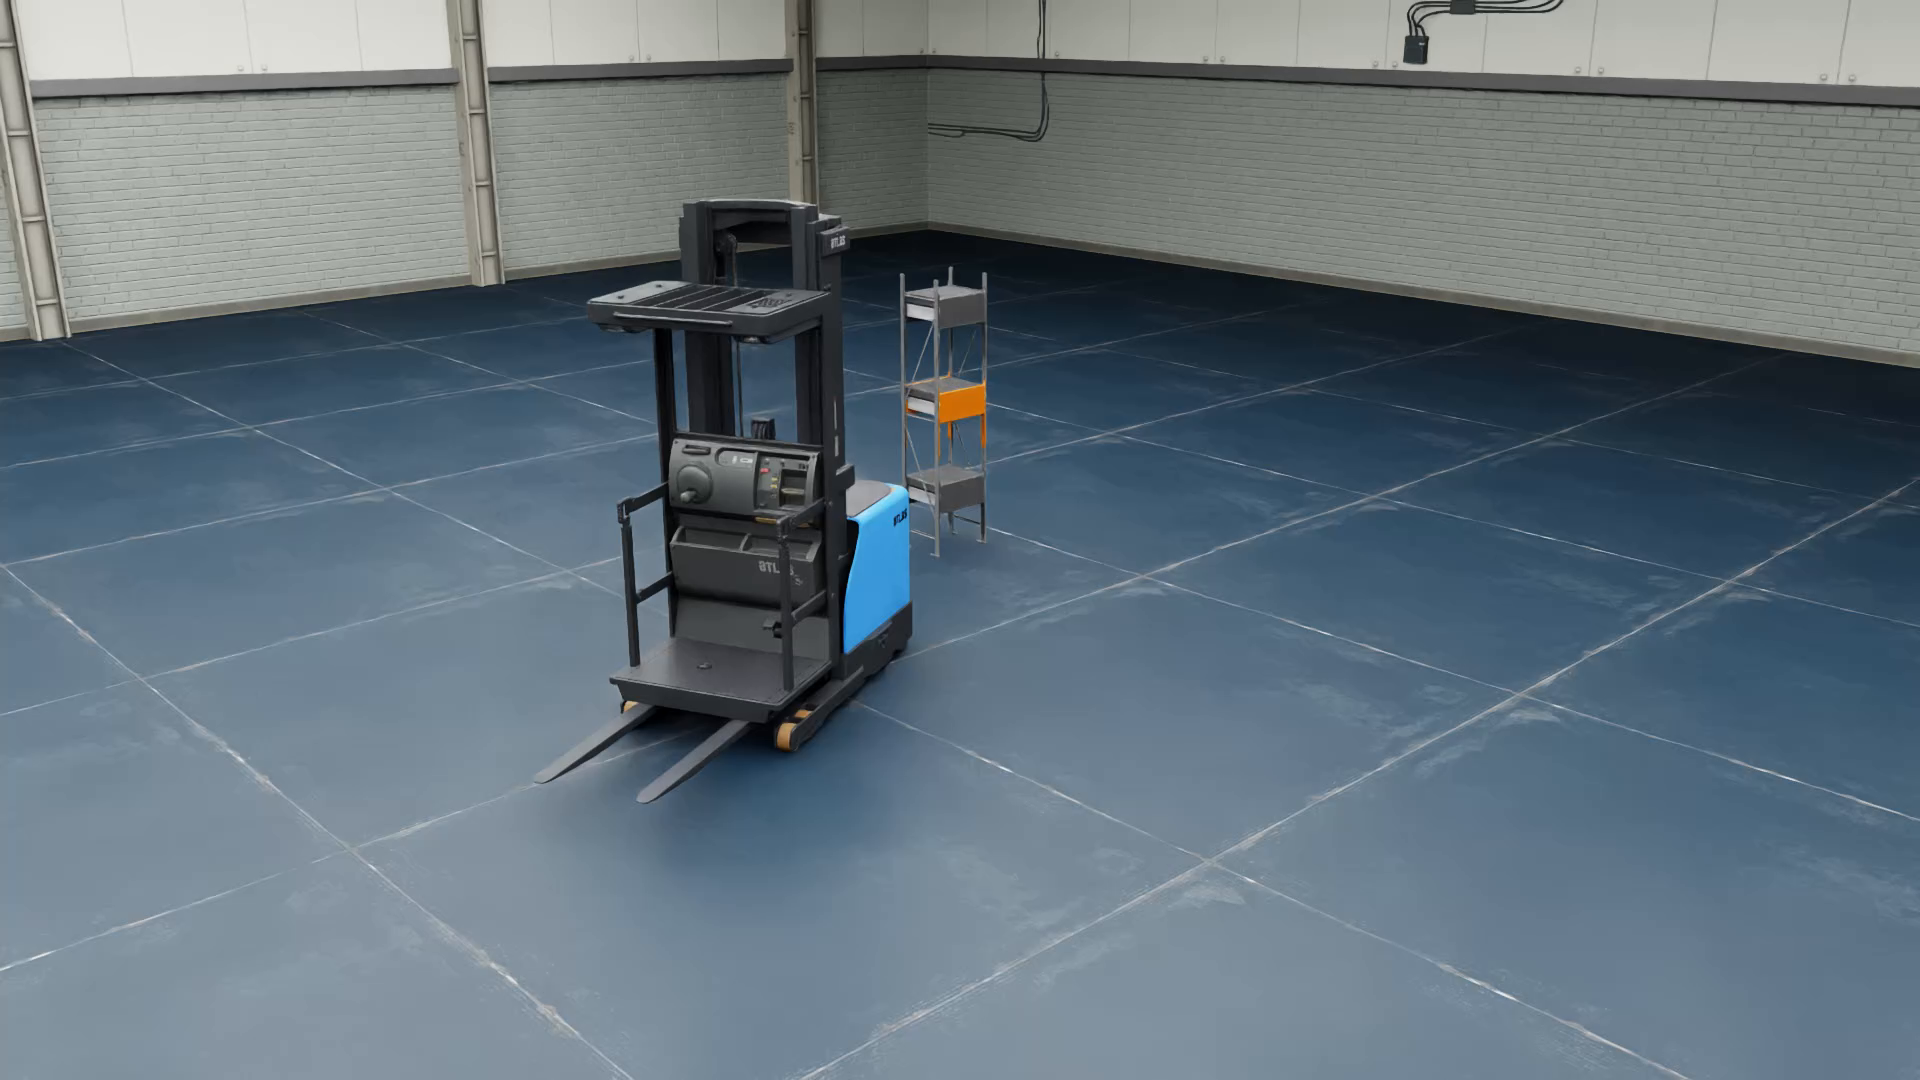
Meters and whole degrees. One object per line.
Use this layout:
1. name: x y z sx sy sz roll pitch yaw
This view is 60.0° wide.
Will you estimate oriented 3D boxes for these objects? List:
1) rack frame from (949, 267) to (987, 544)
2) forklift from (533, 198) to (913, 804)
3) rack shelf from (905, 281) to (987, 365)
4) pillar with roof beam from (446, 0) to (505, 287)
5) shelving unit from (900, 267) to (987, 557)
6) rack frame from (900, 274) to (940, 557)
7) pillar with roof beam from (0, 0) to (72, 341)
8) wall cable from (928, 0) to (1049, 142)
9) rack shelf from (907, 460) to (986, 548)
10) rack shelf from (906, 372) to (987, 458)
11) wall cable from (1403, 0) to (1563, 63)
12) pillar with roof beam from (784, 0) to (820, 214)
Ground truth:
1. rack frame: 0.057 -1.015 12.712 0.015 2.100 0.400 -16 24 -41
2. forklift: -1.317 -0.351 9.314 1.130 2.935 3.031 7 19 20
3. rack shelf: -0.120 -1.617 12.341 0.480 0.518 0.431 -16 24 -41
4. pillar with roof beam: -4.052 -7.120 20.355 0.400 9.000 9.100 -16 24 -41
5. shelving unit: -0.120 -0.964 12.553 0.503 2.100 0.431 -16 24 -41
6. rack frame: -0.298 -0.912 12.393 0.015 2.100 0.400 -16 24 -41
7. pillar with roof beam: -8.412 -5.849 16.434 0.400 9.000 9.100 -16 24 -41
8. wall cable: 0.399 -8.207 28.742 0.112 2.526 3.097 -16 24 -41
9. rack shelf: -0.120 -0.285 12.773 0.480 0.518 0.431 -16 24 -41
10. rack shelf: -0.120 -0.951 12.557 0.480 0.518 0.431 -16 24 -41
11. wall cable: 6.910 -9.171 21.167 0.169 6.003 2.305 -16 24 -41
12. pillar with roof beam: 0.308 -8.392 24.276 0.400 9.000 9.100 -16 24 -41
